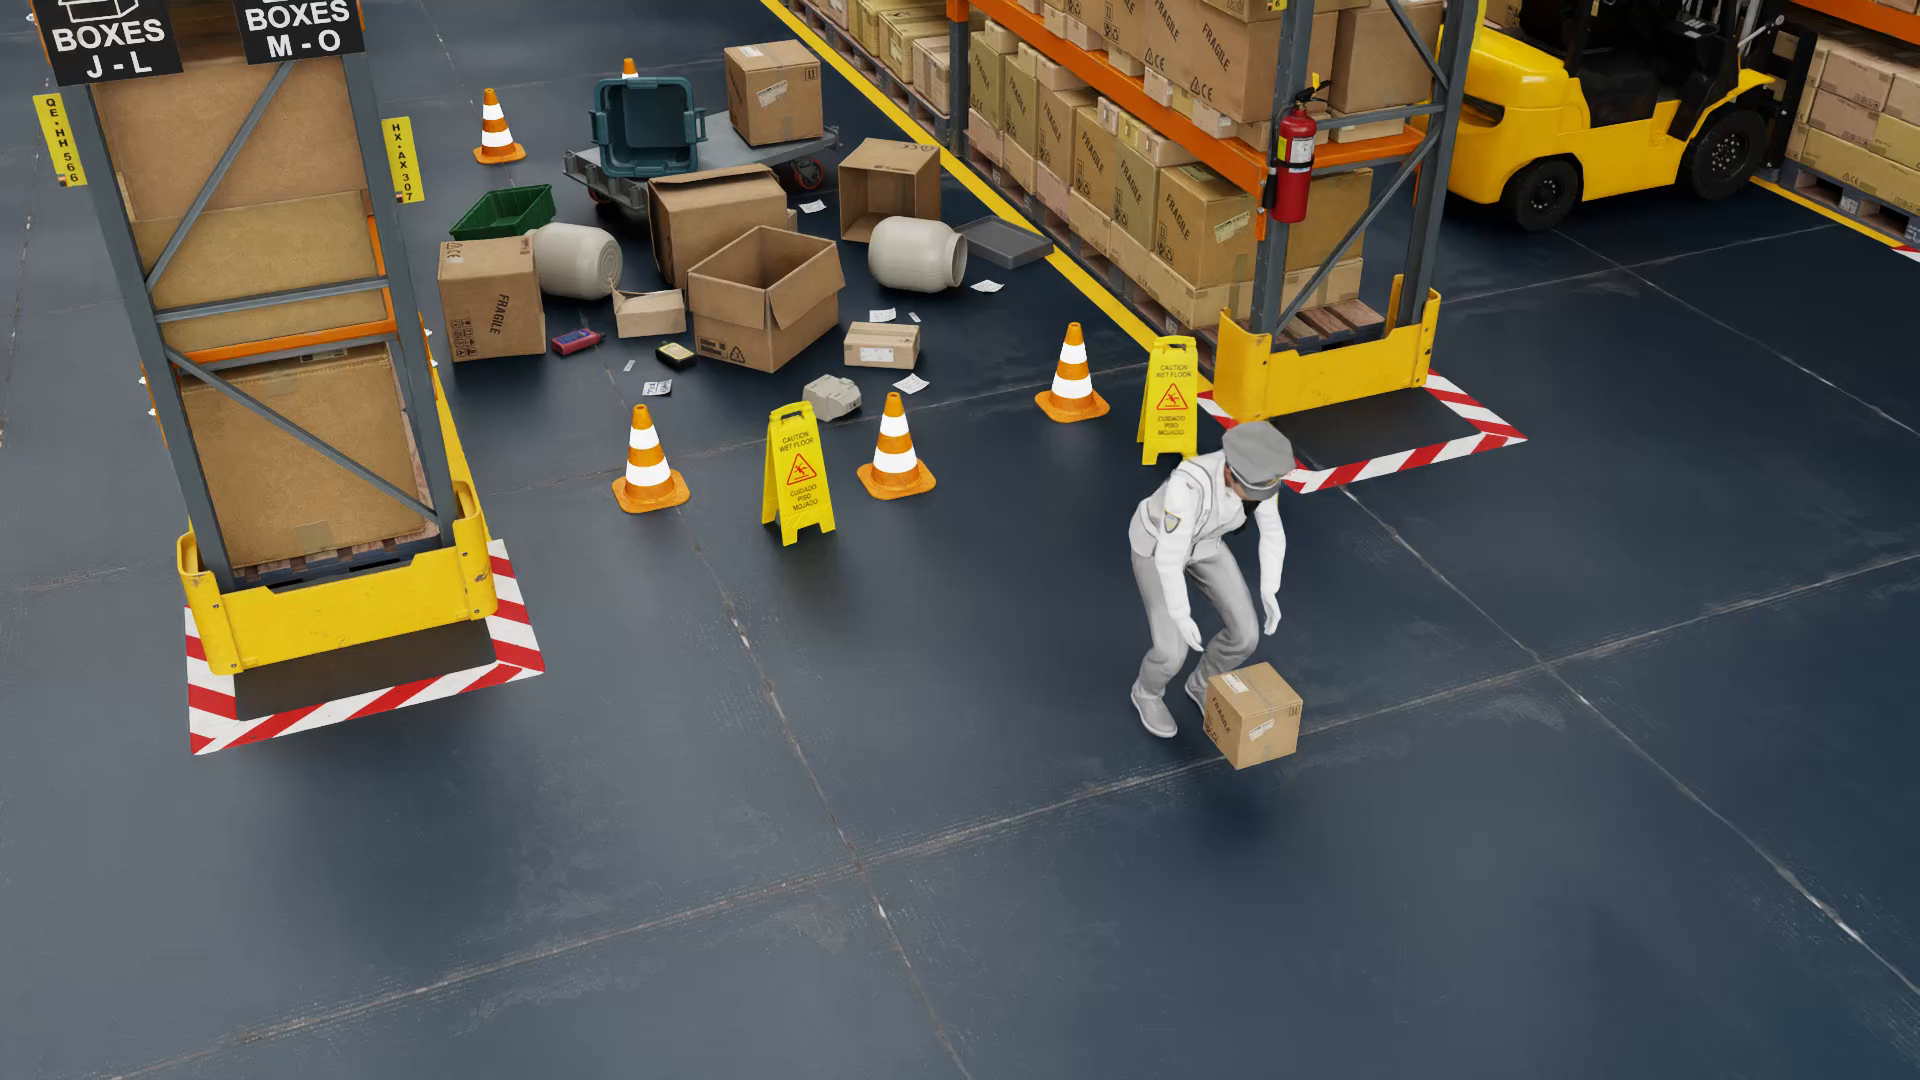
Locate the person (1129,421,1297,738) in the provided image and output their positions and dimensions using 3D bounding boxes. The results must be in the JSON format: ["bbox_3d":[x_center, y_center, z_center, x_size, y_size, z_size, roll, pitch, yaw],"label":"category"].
[{"bbox_3d":[0.932,0.118,6.207,0.535,1.404,0.691,-13,36,-19],"label":"person"}]
